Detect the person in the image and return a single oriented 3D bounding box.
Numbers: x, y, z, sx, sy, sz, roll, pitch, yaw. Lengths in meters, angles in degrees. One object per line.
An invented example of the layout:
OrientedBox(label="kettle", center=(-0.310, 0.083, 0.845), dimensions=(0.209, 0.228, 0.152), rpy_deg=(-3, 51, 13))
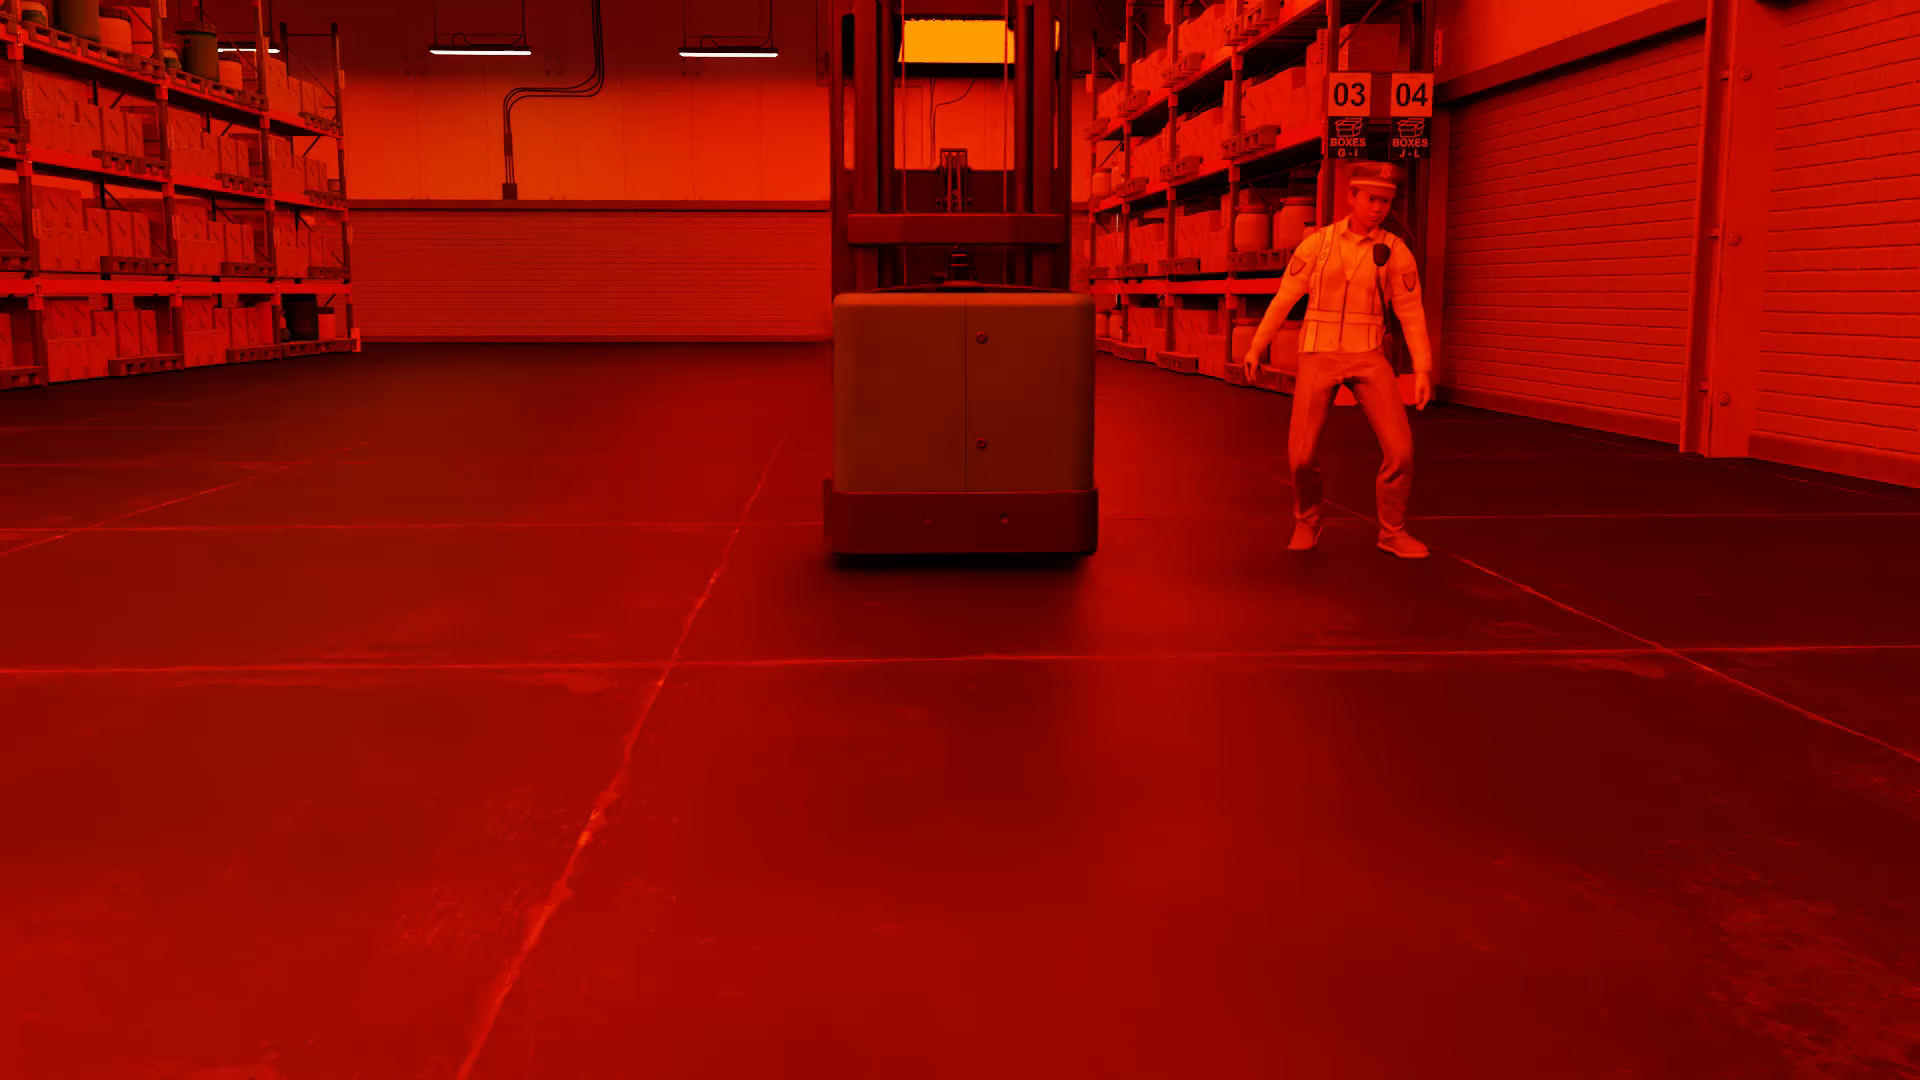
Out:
OrientedBox(label="person", center=(1.577, -0.727, 6.906), dimensions=(0.796, 1.626, 0.463), rpy_deg=(3, 9, 19))

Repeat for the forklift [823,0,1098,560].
OrientedBox(label="forklift", center=(-0.056, -1.549, 7.765), dimensions=(1.130, 2.935, 3.031), rpy_deg=(0, 8, -3))
